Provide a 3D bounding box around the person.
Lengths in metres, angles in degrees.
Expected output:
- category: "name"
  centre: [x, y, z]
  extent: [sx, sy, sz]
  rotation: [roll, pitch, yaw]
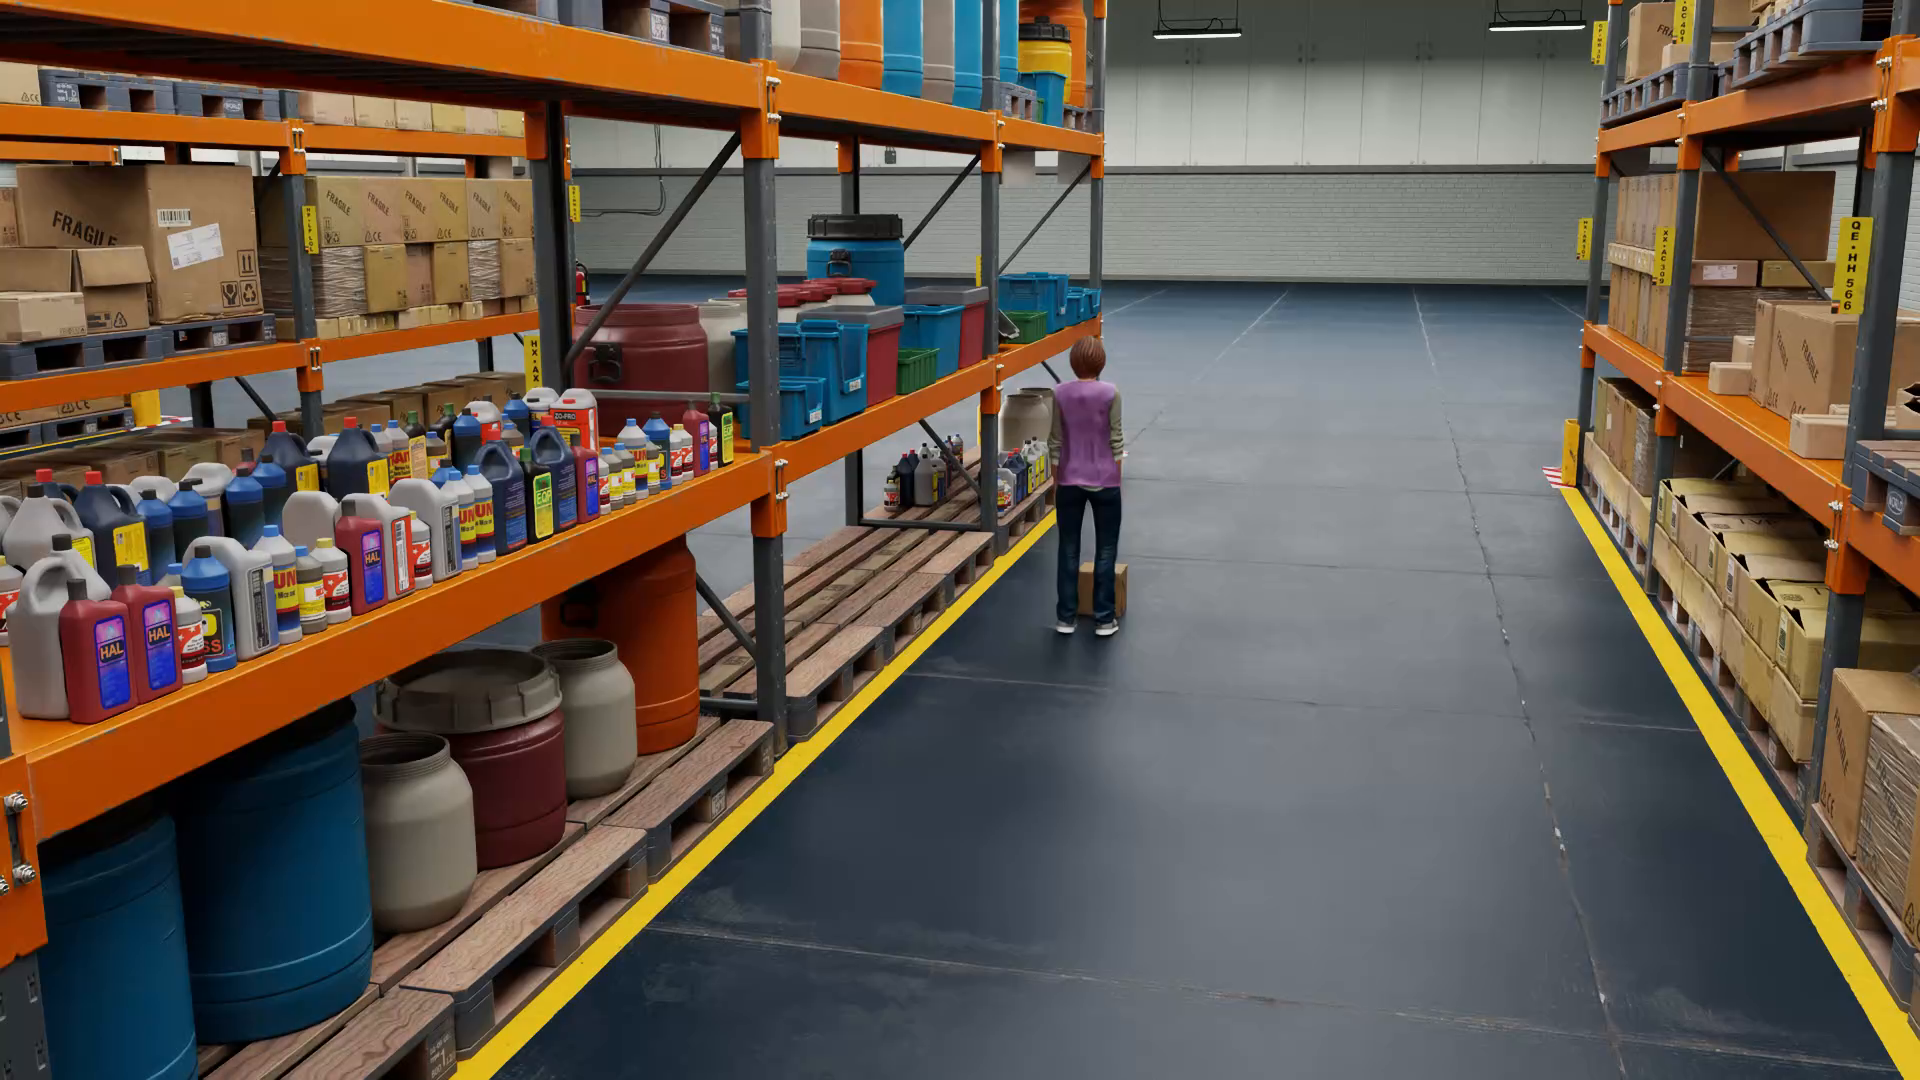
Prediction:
- category: "person"
  centre: [0.665, -0.276, 8.856]
  extent: [0.408, 1.584, 0.299]
  rotation: [3, 12, 15]
